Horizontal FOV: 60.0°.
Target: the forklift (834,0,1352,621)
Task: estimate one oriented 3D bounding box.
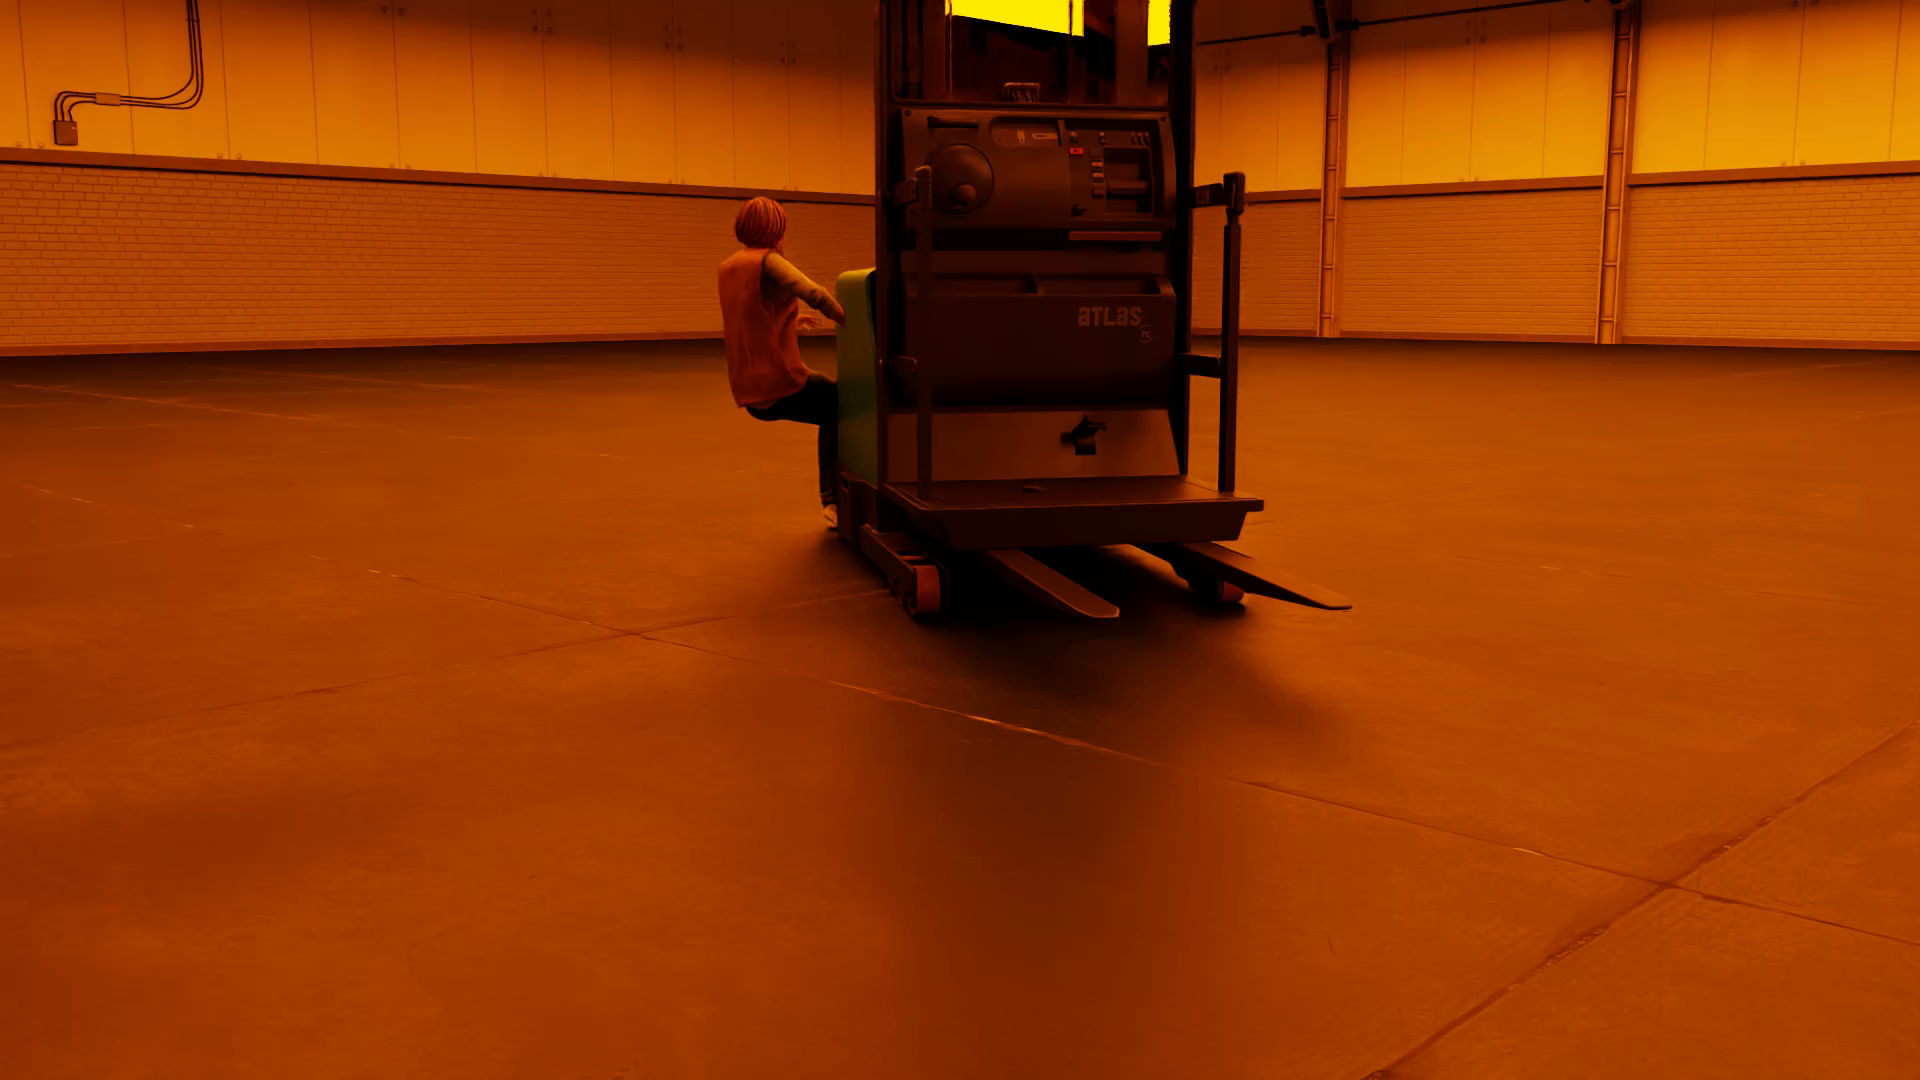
[{"bbox_3d":[0.314,-1.272,5.323,1.130,2.935,3.031,-2,9,-13],"label":"forklift"}]

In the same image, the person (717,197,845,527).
[{"bbox_3d":[-0.609,-0.696,6.812,0.742,1.381,0.753,8,11,41],"label":"person"}]
